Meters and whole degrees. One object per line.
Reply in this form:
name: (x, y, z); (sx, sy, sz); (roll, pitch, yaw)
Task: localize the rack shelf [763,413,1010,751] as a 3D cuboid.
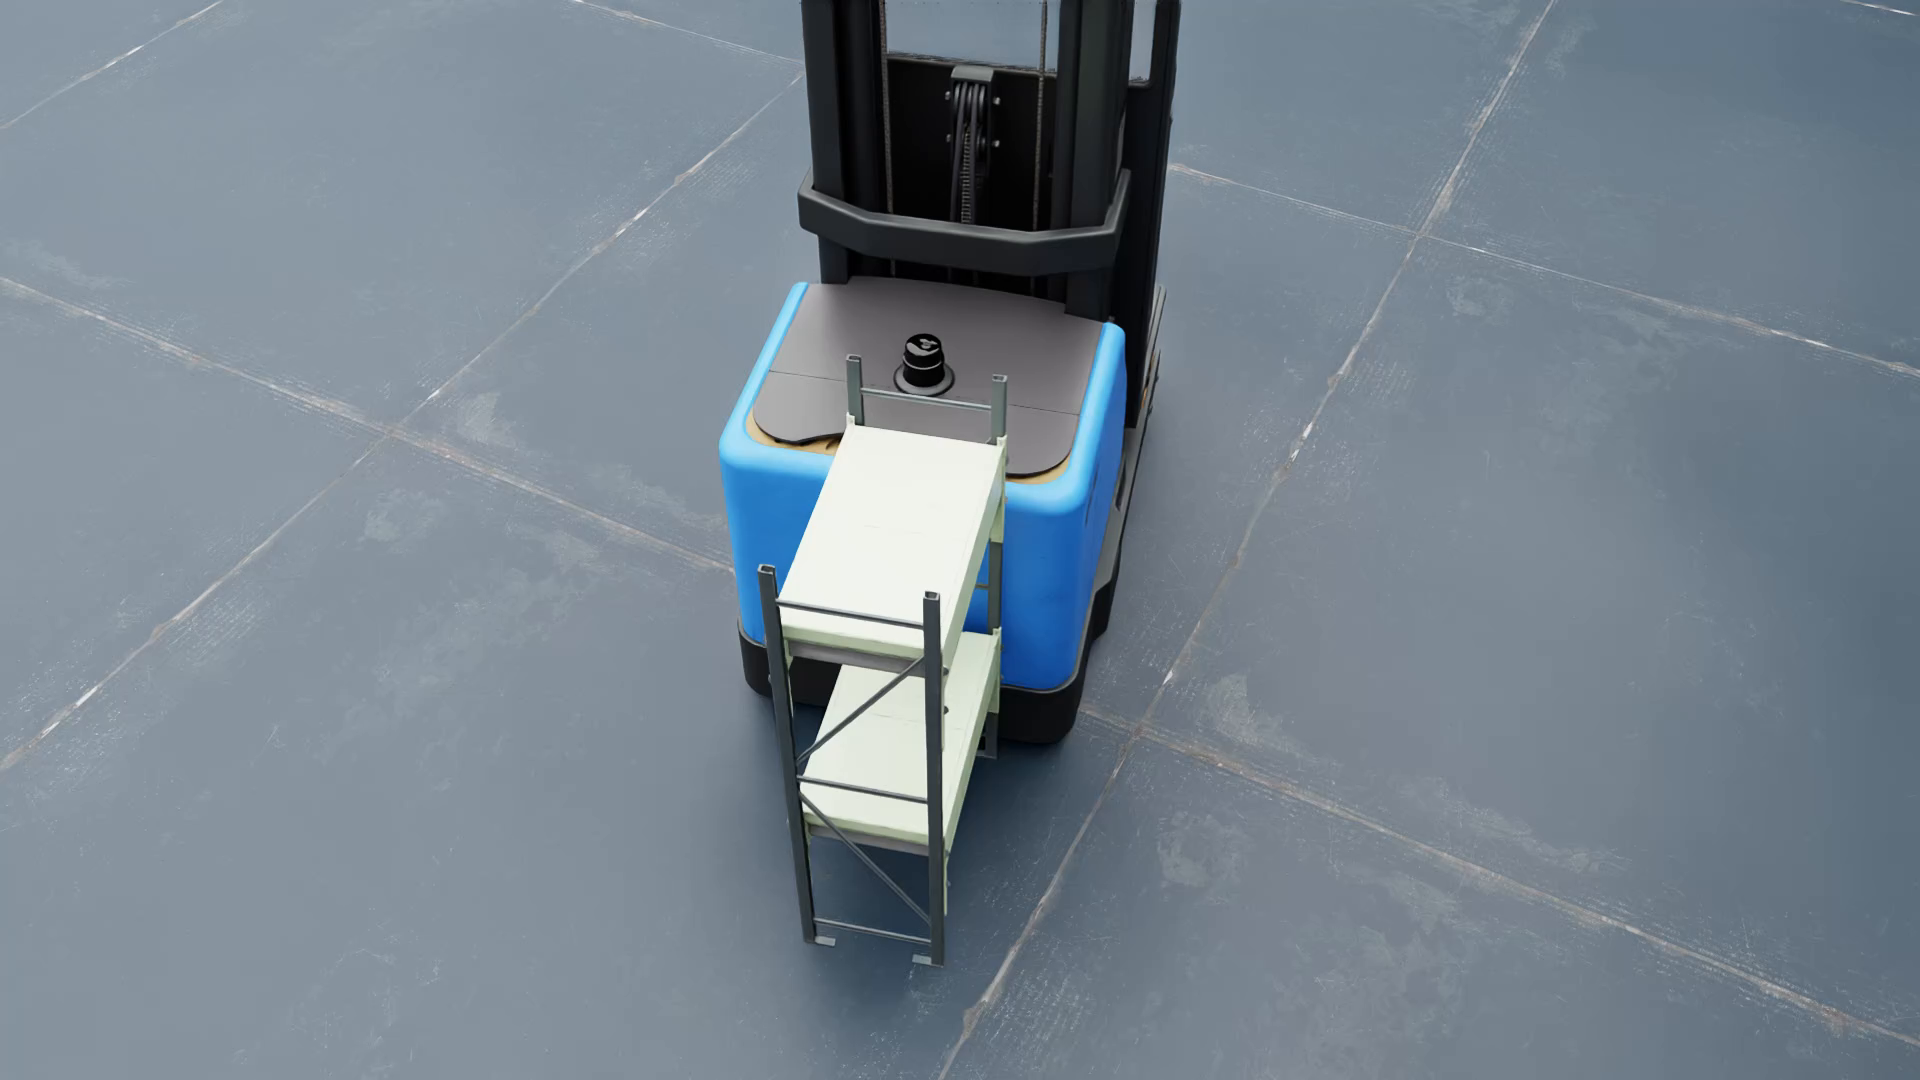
rack shelf: (-0.161, 0.088, 4.060); (0.431, 0.370, 0.720); (9, 46, 9)

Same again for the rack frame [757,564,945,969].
rack frame: (-0.239, 0.616, 4.086); (0.400, 1.500, 0.023); (9, 46, 9)

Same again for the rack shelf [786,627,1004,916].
rack shelf: (-0.161, 0.591, 4.570); (0.431, 0.370, 0.720); (9, 46, 9)

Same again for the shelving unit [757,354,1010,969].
shelving unit: (-0.161, 0.362, 4.338); (0.431, 1.500, 0.755); (9, 46, 9)

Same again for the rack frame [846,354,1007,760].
rack frame: (-0.083, 0.108, 4.589); (0.400, 1.500, 0.023); (9, 46, 9)

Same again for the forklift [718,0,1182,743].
forklift: (0.138, -1.480, 5.152); (1.130, 2.935, 3.031); (9, 46, 9)
